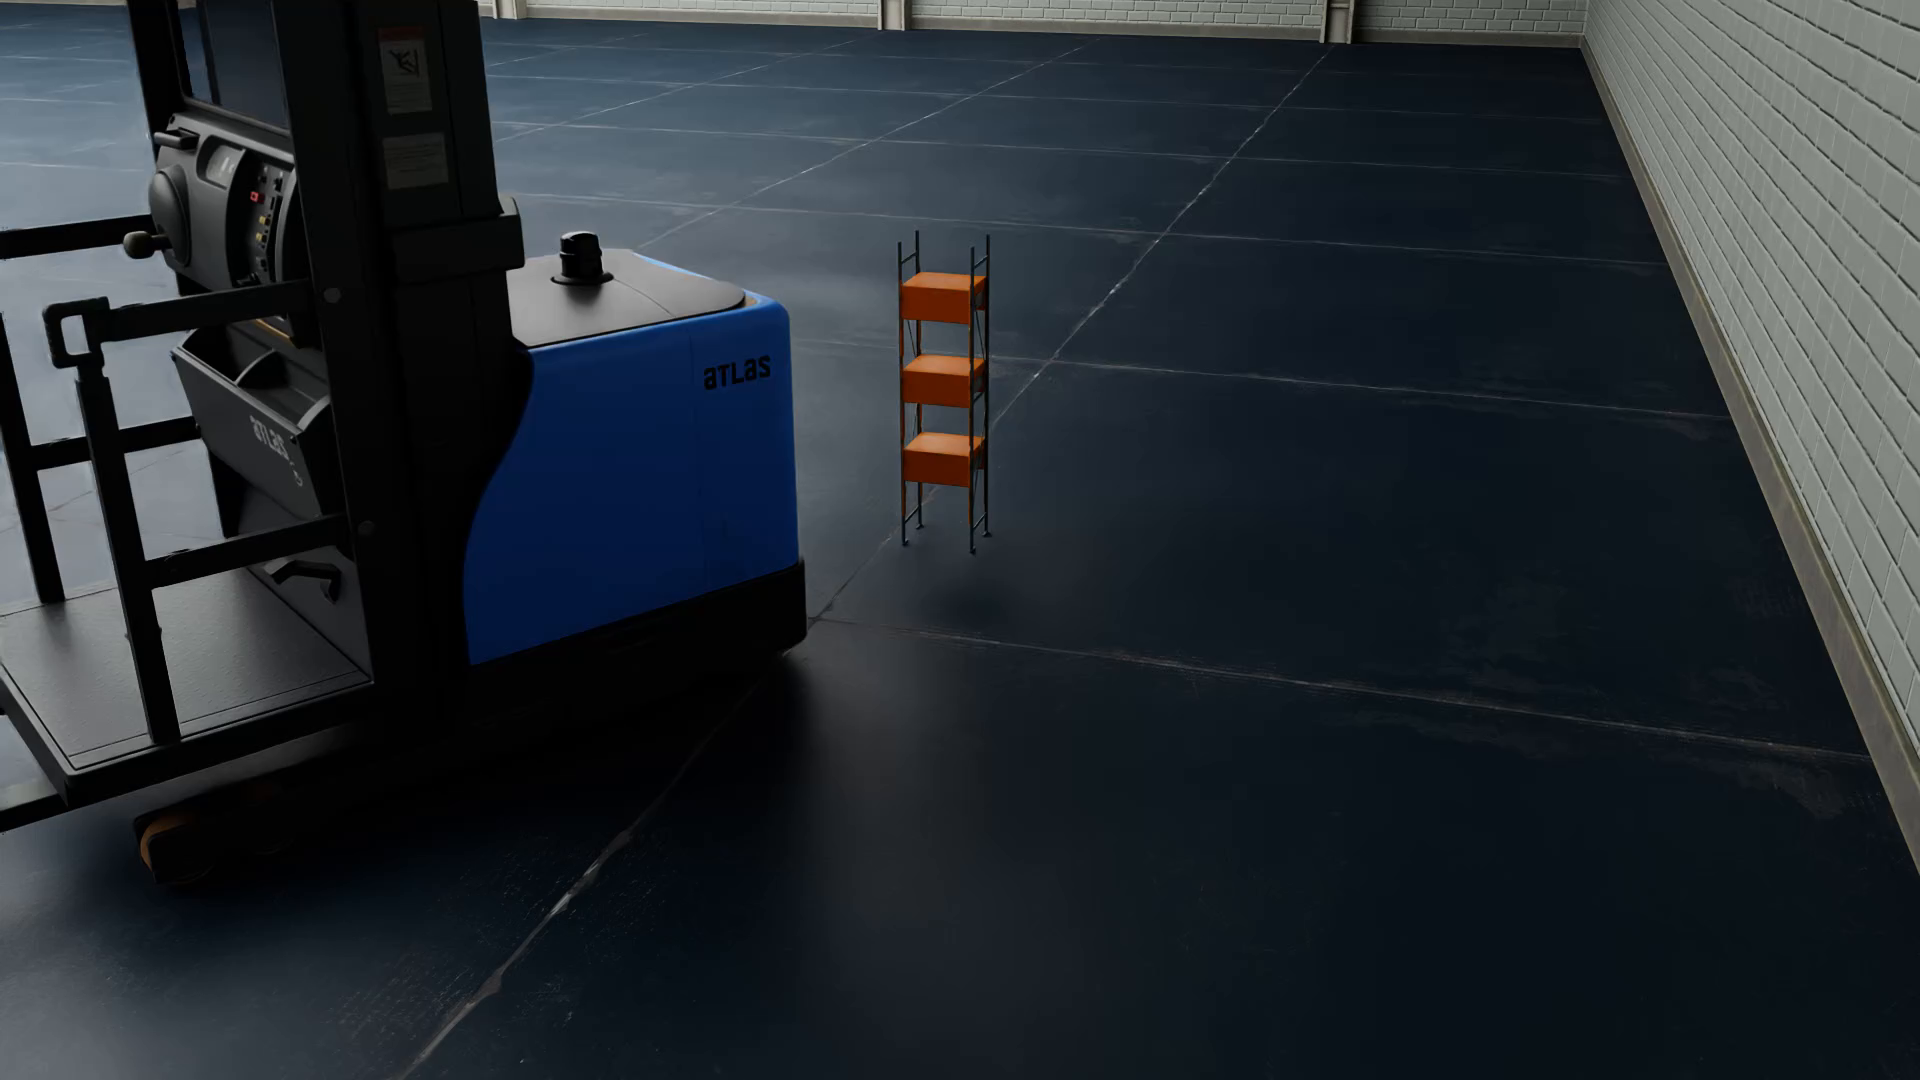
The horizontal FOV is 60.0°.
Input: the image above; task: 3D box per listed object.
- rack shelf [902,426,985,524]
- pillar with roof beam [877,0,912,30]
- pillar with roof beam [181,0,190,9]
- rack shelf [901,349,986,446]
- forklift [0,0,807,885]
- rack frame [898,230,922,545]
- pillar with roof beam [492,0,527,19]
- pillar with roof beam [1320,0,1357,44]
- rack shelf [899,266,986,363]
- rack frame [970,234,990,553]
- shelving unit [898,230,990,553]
[{"bbox_3d":[-0.051,-0.225,5.695,0.240,0.259,0.215,7,23,15],"label":"rack shelf"},{"bbox_3d":[-2.144,-9.666,17.477,0.400,9.000,9.100,7,23,16],"label":"pillar with roof beam"},{"bbox_3d":[-13.632,-10.981,20.684,0.400,9.000,9.100,7,23,16],"label":"pillar with roof beam"},{"bbox_3d":[-0.051,-0.482,5.589,0.240,0.259,0.215,7,23,15],"label":"rack shelf"},{"bbox_3d":[-1.904,-0.788,3.828,3.031,2.935,1.130,-18,28,-37],"label":"forklift"},{"bbox_3d":[-0.168,-0.505,5.618,0.008,1.050,0.200,7,23,15],"label":"rack frame"},{"bbox_3d":[-7.888,-10.324,19.080,0.400,9.000,9.100,7,23,16],"label":"pillar with roof beam"},{"bbox_3d":[3.600,-9.008,15.873,0.400,9.000,9.100,7,23,16],"label":"pillar with roof beam"},{"bbox_3d":[-0.051,-0.744,5.481,0.240,0.259,0.215,7,23,15],"label":"rack shelf"},{"bbox_3d":[0.066,-0.478,5.552,0.008,1.050,0.200,7,23,15],"label":"rack frame"},{"bbox_3d":[-0.051,-0.492,5.585,0.252,1.050,0.215,7,23,15],"label":"shelving unit"}]
